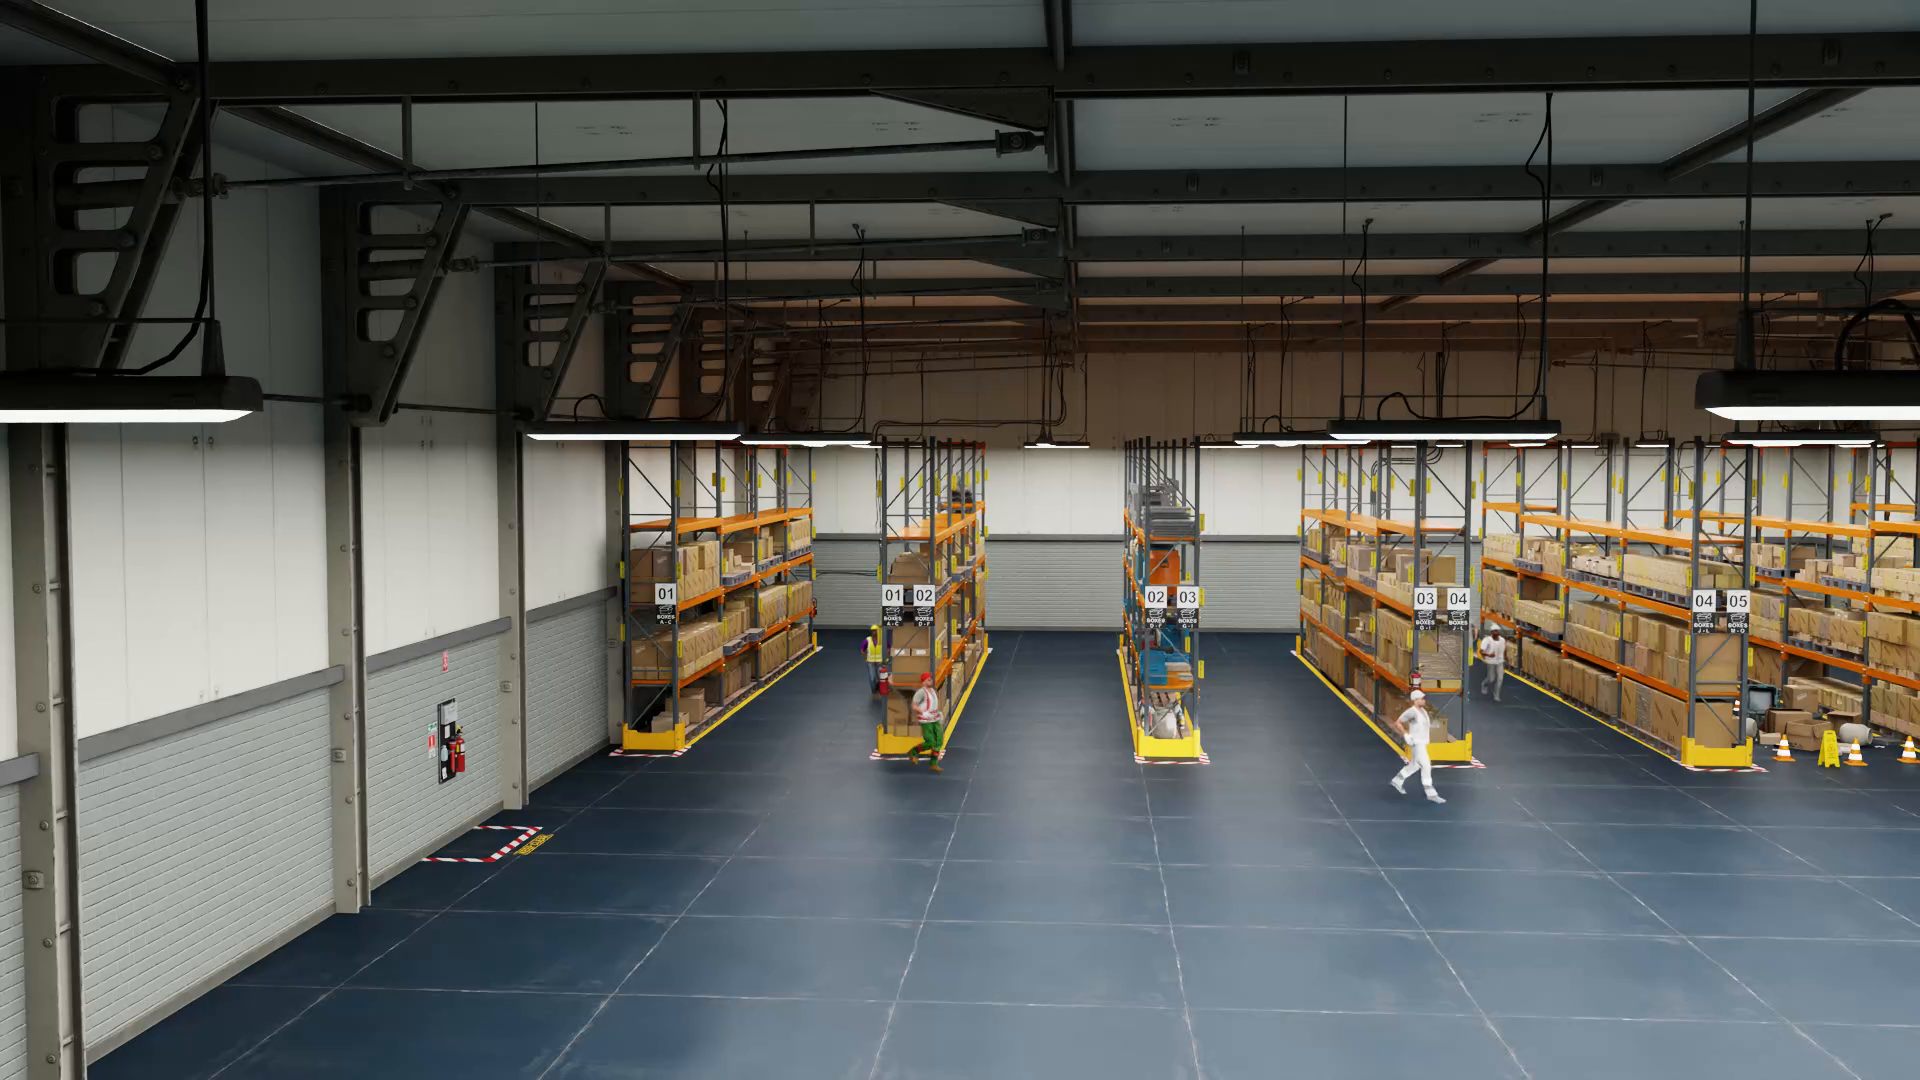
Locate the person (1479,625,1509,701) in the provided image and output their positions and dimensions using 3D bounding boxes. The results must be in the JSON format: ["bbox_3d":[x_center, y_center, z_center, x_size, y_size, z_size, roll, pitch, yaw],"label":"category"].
[{"bbox_3d":[12.263,2.809,38.204,0.704,1.736,0.763,0,3,-8],"label":"person"}]

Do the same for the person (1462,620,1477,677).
[{"bbox_3d":[12.917,2.640,42.449,0.570,1.694,0.738,1,3,14],"label":"person"}]

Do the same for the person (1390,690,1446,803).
[{"bbox_3d":[7.484,3.341,27.152,0.987,1.781,0.660,2,4,36],"label":"person"}]

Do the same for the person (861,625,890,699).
[{"bbox_3d":[-1.943,2.812,38.239,0.693,1.720,0.592,0,3,-2],"label":"person"}]

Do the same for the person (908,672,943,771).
[{"bbox_3d":[-0.602,3.260,29.834,0.703,1.768,0.672,2,4,34],"label":"person"}]
